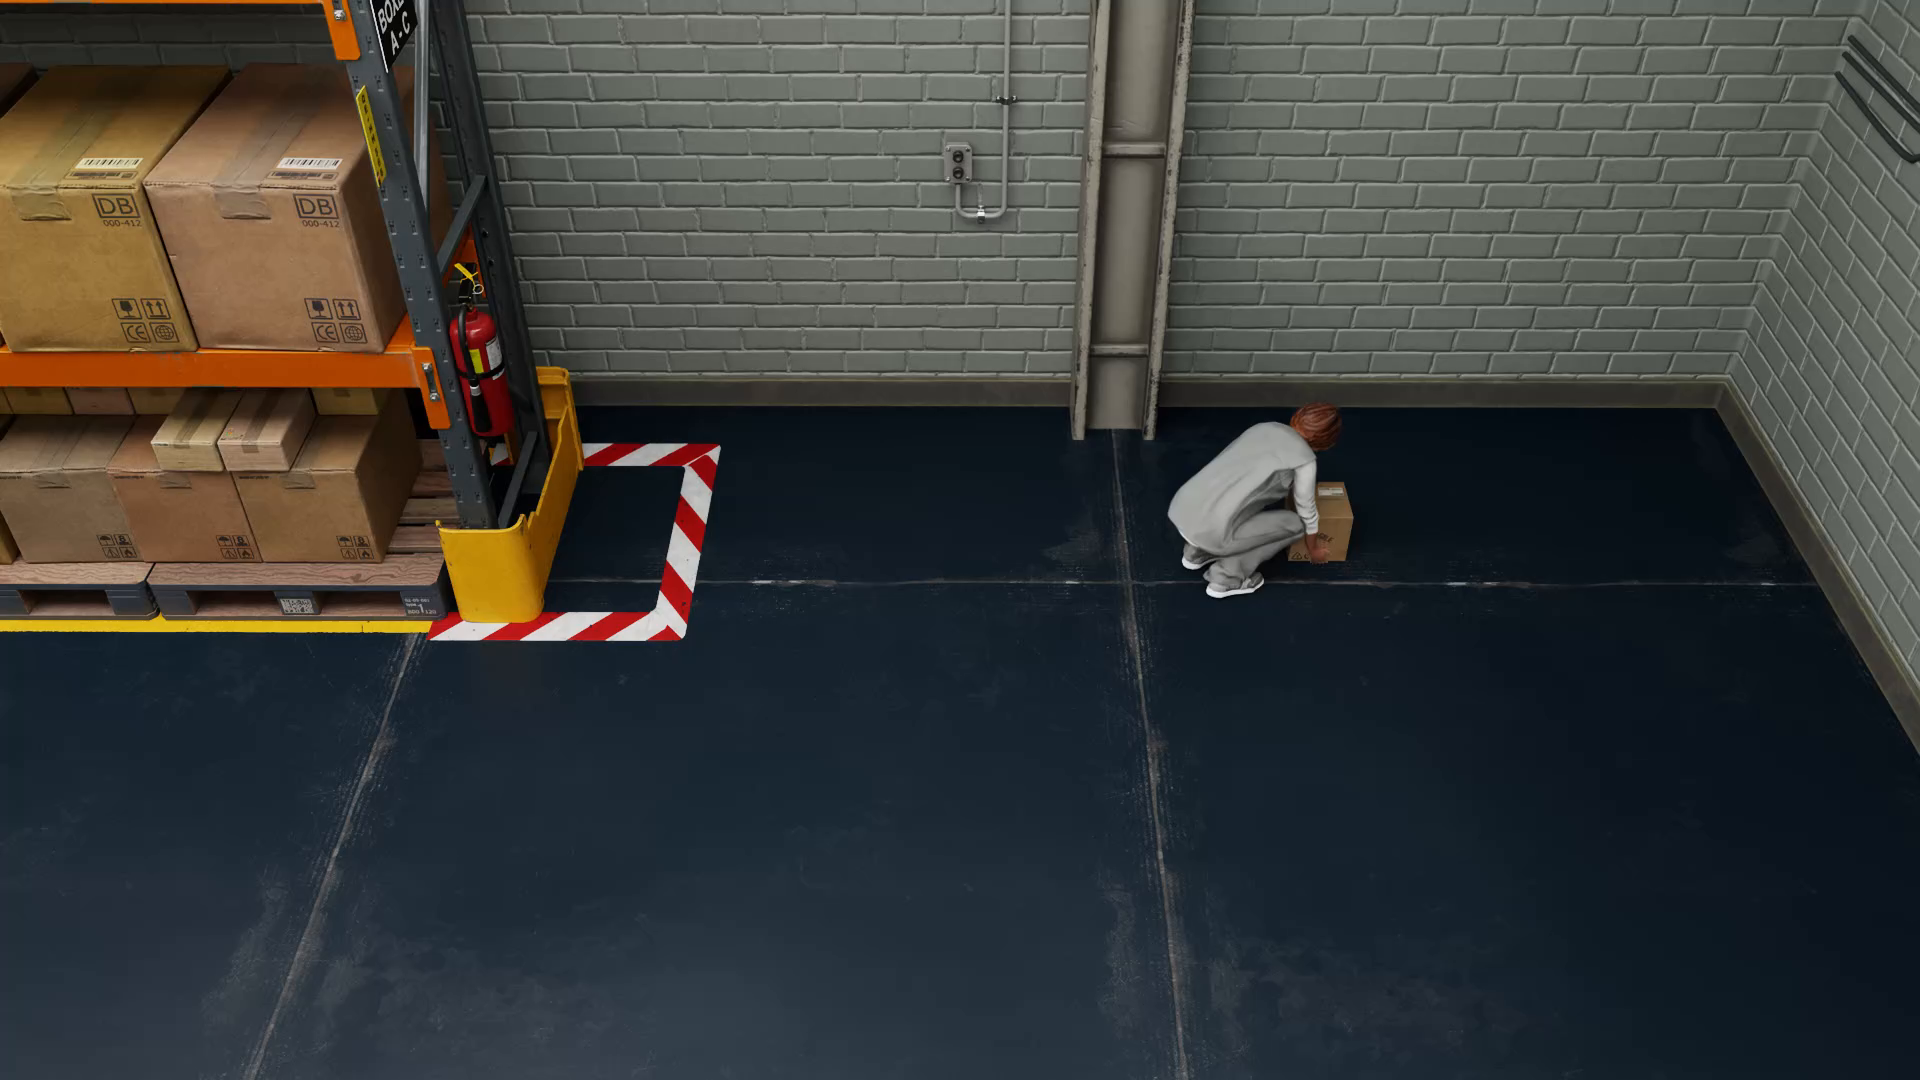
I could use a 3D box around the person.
[{"bbox_3d":[1.271,-0.165,7.057,0.896,0.796,0.428,-19,44,-21],"label":"person"}]
